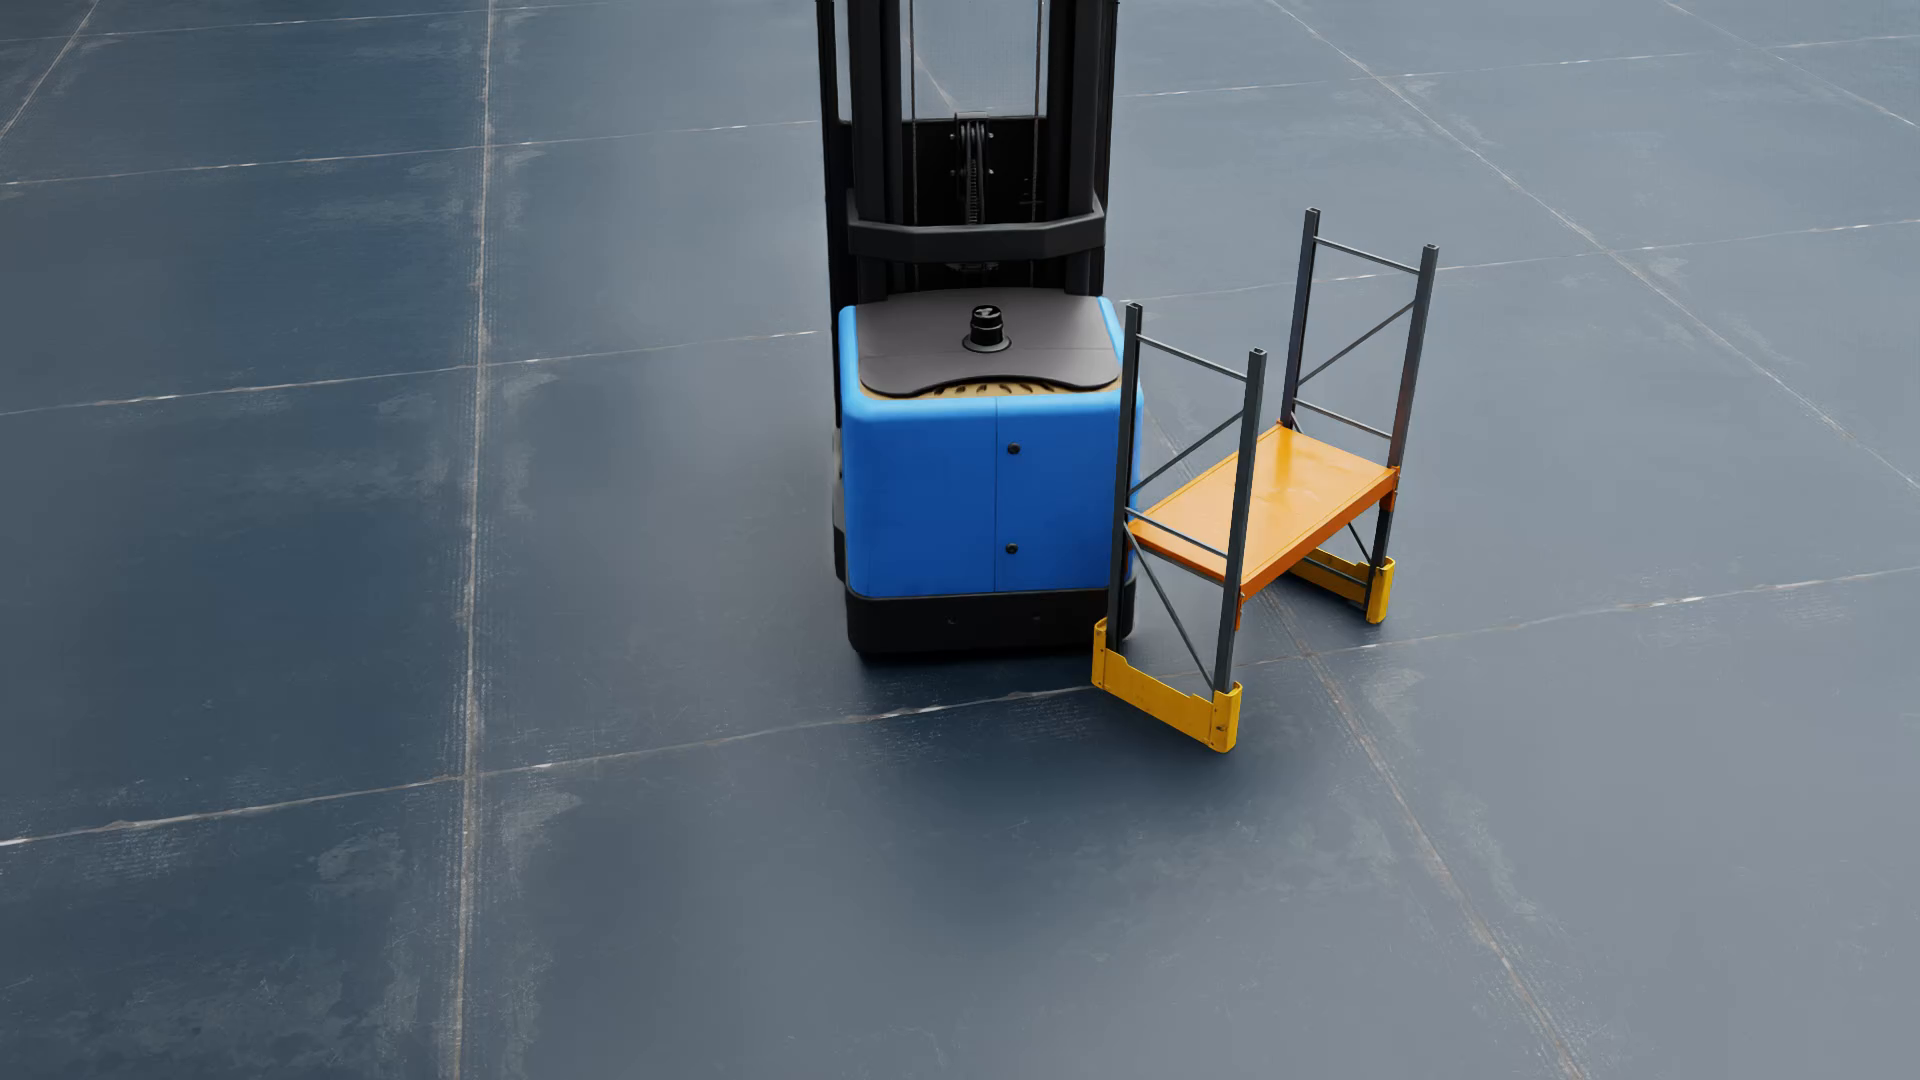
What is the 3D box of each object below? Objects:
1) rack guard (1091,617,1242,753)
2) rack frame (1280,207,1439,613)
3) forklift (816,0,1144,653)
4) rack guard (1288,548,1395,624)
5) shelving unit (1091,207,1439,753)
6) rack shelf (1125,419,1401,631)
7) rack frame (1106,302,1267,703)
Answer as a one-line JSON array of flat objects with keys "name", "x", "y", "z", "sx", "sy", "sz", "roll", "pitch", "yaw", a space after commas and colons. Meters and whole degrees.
[{"name": "rack guard", "x": 0.709, "y": 0.500, "z": 5.780, "sx": 0.587, "sy": 0.250, "sz": 0.087, "roll": 27, "pitch": 42, "yaw": 34}, {"name": "rack frame", "x": 1.394, "y": -0.437, "z": 6.055, "sx": 0.500, "sy": 1.500, "sz": 0.032, "roll": 27, "pitch": 42, "yaw": 34}, {"name": "forklift", "x": 0.005, "y": -1.606, "z": 6.513, "sx": 1.130, "sy": 2.935, "sz": 3.031, "roll": -3, "pitch": 34, "yaw": -4}, {"name": "rack guard", "x": 1.381, "y": 0.090, "z": 6.391, "sx": 0.587, "sy": 0.250, "sz": 0.087, "roll": 27, "pitch": 42, "yaw": 34}, {"name": "shelving unit", "x": 1.045, "y": -0.224, "z": 5.738, "sx": 0.587, "sy": 1.500, "sz": 1.083, "roll": 27, "pitch": 42, "yaw": 34}, {"name": "rack shelf", "x": 1.051, "y": -0.078, "z": 5.843, "sx": 0.538, "sy": 0.185, "sz": 1.000, "roll": 27, "pitch": 42, "yaw": 34}, {"name": "rack frame", "x": 0.708, "y": -0.018, "z": 5.431, "sx": 0.500, "sy": 1.500, "sz": 0.032, "roll": 27, "pitch": 42, "yaw": 34}]
